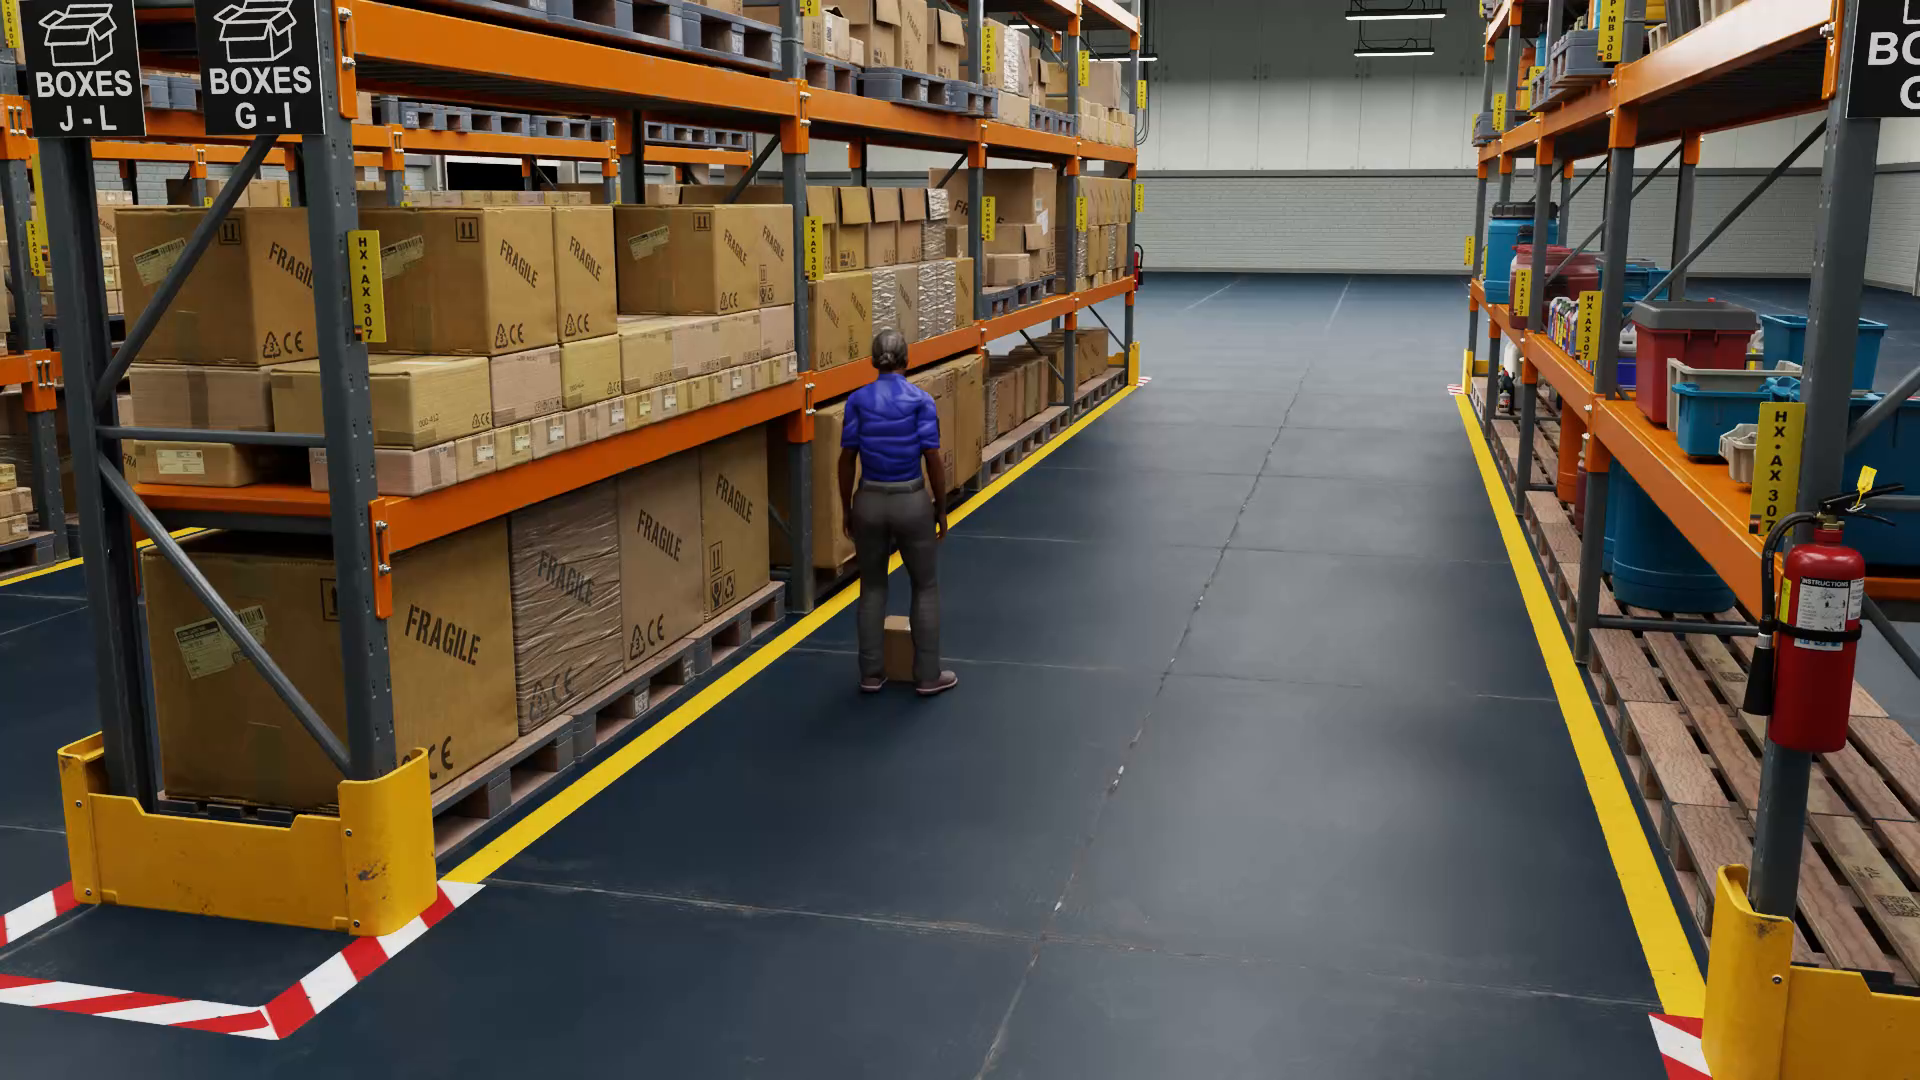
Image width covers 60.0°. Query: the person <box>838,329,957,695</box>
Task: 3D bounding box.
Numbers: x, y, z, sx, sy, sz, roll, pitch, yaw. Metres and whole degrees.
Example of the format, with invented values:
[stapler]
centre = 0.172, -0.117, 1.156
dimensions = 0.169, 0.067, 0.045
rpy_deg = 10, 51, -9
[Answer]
[person]
centre = -0.288, -0.121, 7.556
dimensions = 0.523, 1.653, 0.348
rpy_deg = 2, 12, 11
